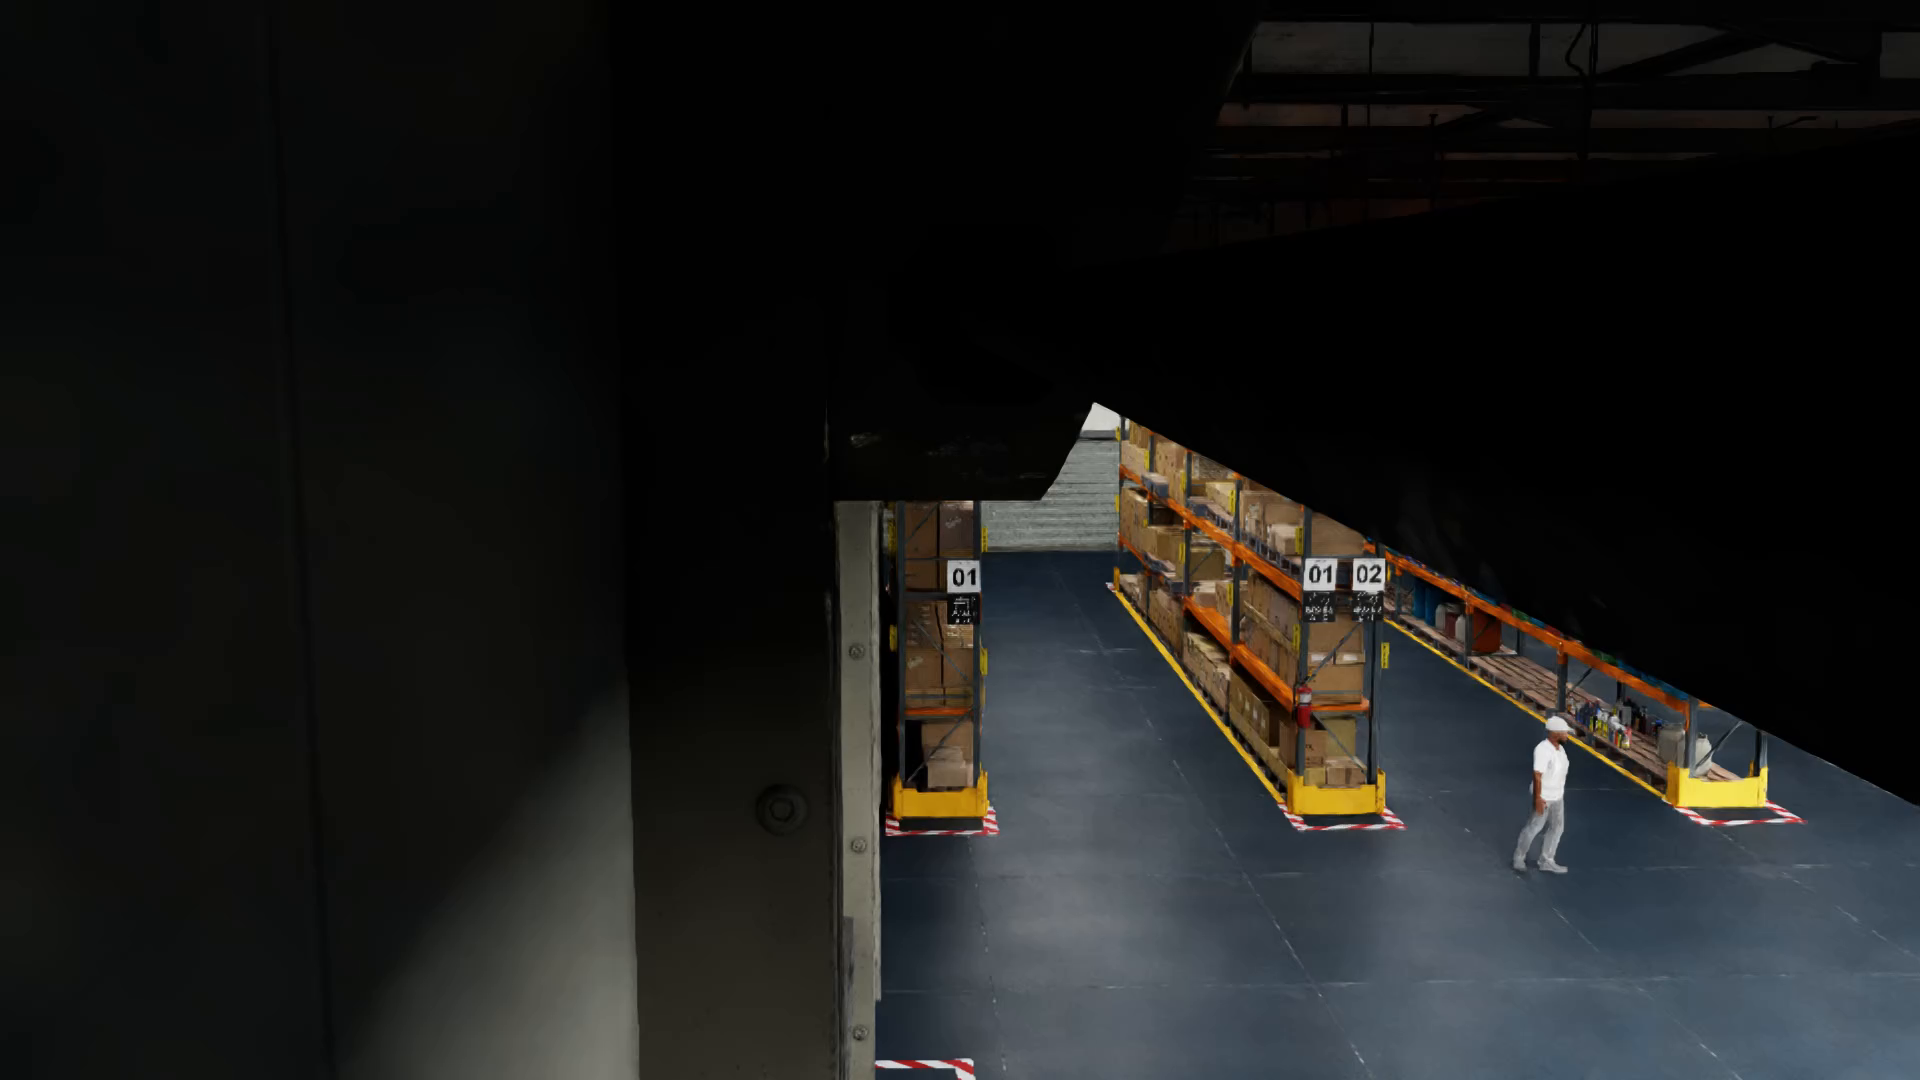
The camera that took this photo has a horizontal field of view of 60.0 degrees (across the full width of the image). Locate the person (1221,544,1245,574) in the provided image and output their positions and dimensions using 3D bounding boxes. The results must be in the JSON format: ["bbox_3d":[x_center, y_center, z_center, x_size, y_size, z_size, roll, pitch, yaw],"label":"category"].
[{"bbox_3d":[5.683,0.463,34.929,0.677,1.726,0.574,-1,8,-4],"label":"person"}]

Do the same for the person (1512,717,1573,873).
[{"bbox_3d":[6.494,2.822,18.493,0.559,1.746,0.598,8,11,42],"label":"person"}]
